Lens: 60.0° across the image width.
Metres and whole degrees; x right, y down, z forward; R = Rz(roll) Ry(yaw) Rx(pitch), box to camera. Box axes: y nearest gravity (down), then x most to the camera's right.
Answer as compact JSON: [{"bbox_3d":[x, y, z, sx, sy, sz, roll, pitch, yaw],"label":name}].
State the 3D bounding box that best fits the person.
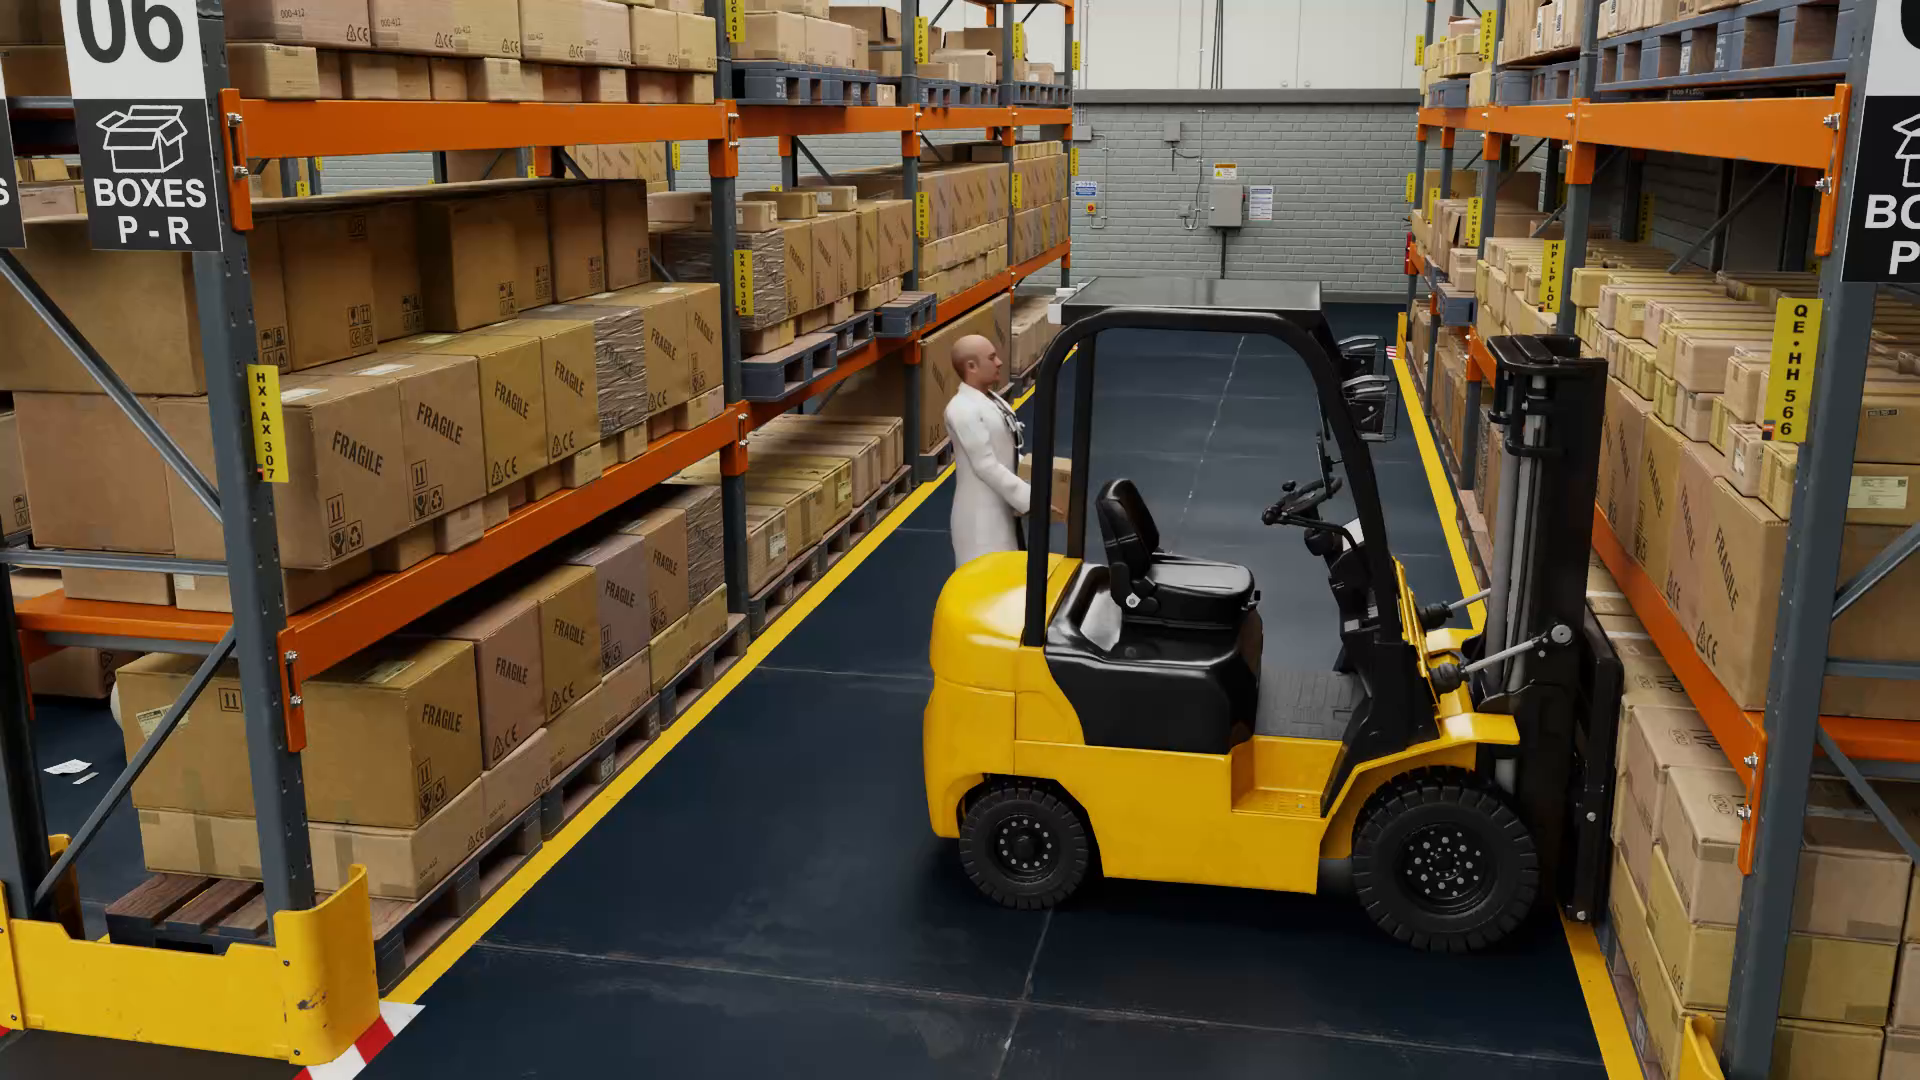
[{"bbox_3d":[0.229,-0.078,7.852,0.563,1.769,0.529,3,15,11],"label":"person"}]
